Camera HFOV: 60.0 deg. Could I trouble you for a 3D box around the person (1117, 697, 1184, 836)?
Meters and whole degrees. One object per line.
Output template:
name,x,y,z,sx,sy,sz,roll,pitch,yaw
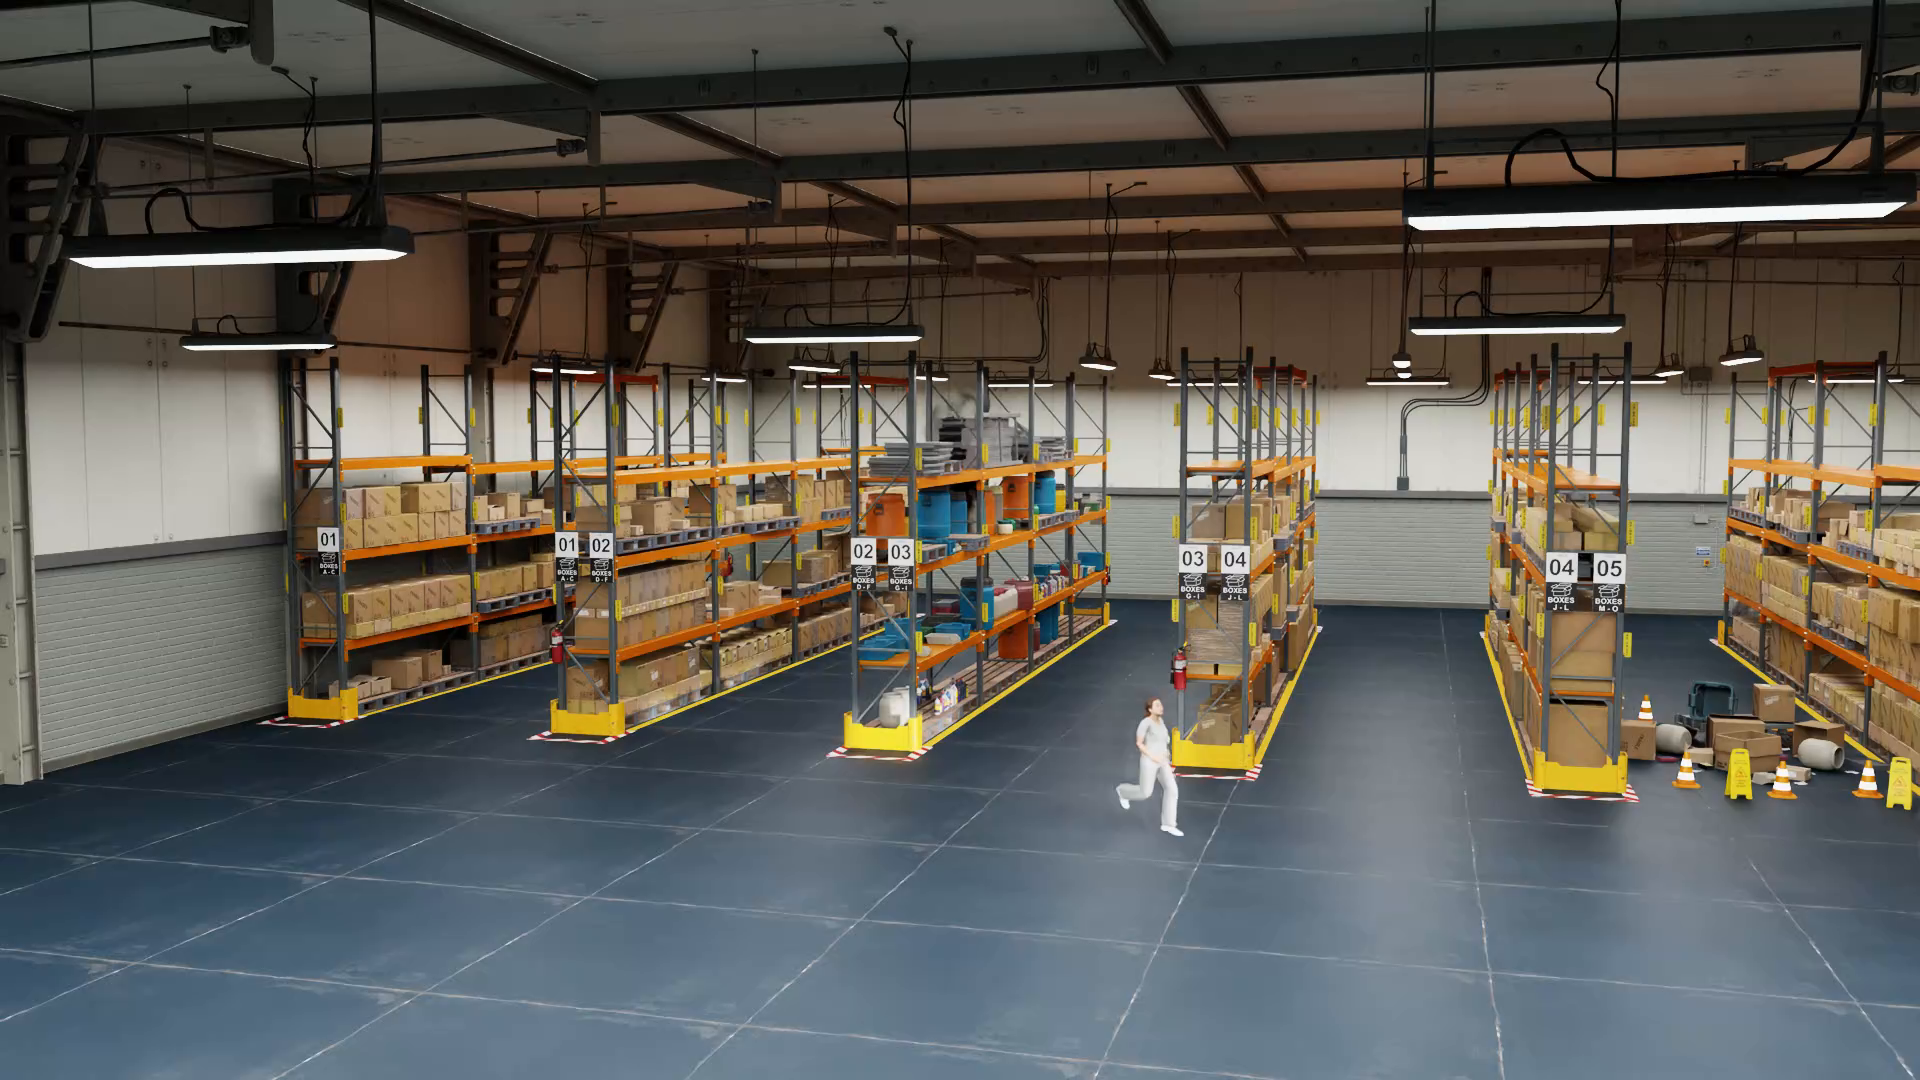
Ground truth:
person,2.326,2.722,20.236,0.547,1.652,0.996,-4,5,-40

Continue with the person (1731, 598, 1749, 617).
person,17.849,1.361,37.872,0.648,1.772,0.694,3,5,39

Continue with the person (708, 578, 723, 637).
person,-5.238,1.581,35.526,0.563,1.620,0.562,1,4,13
